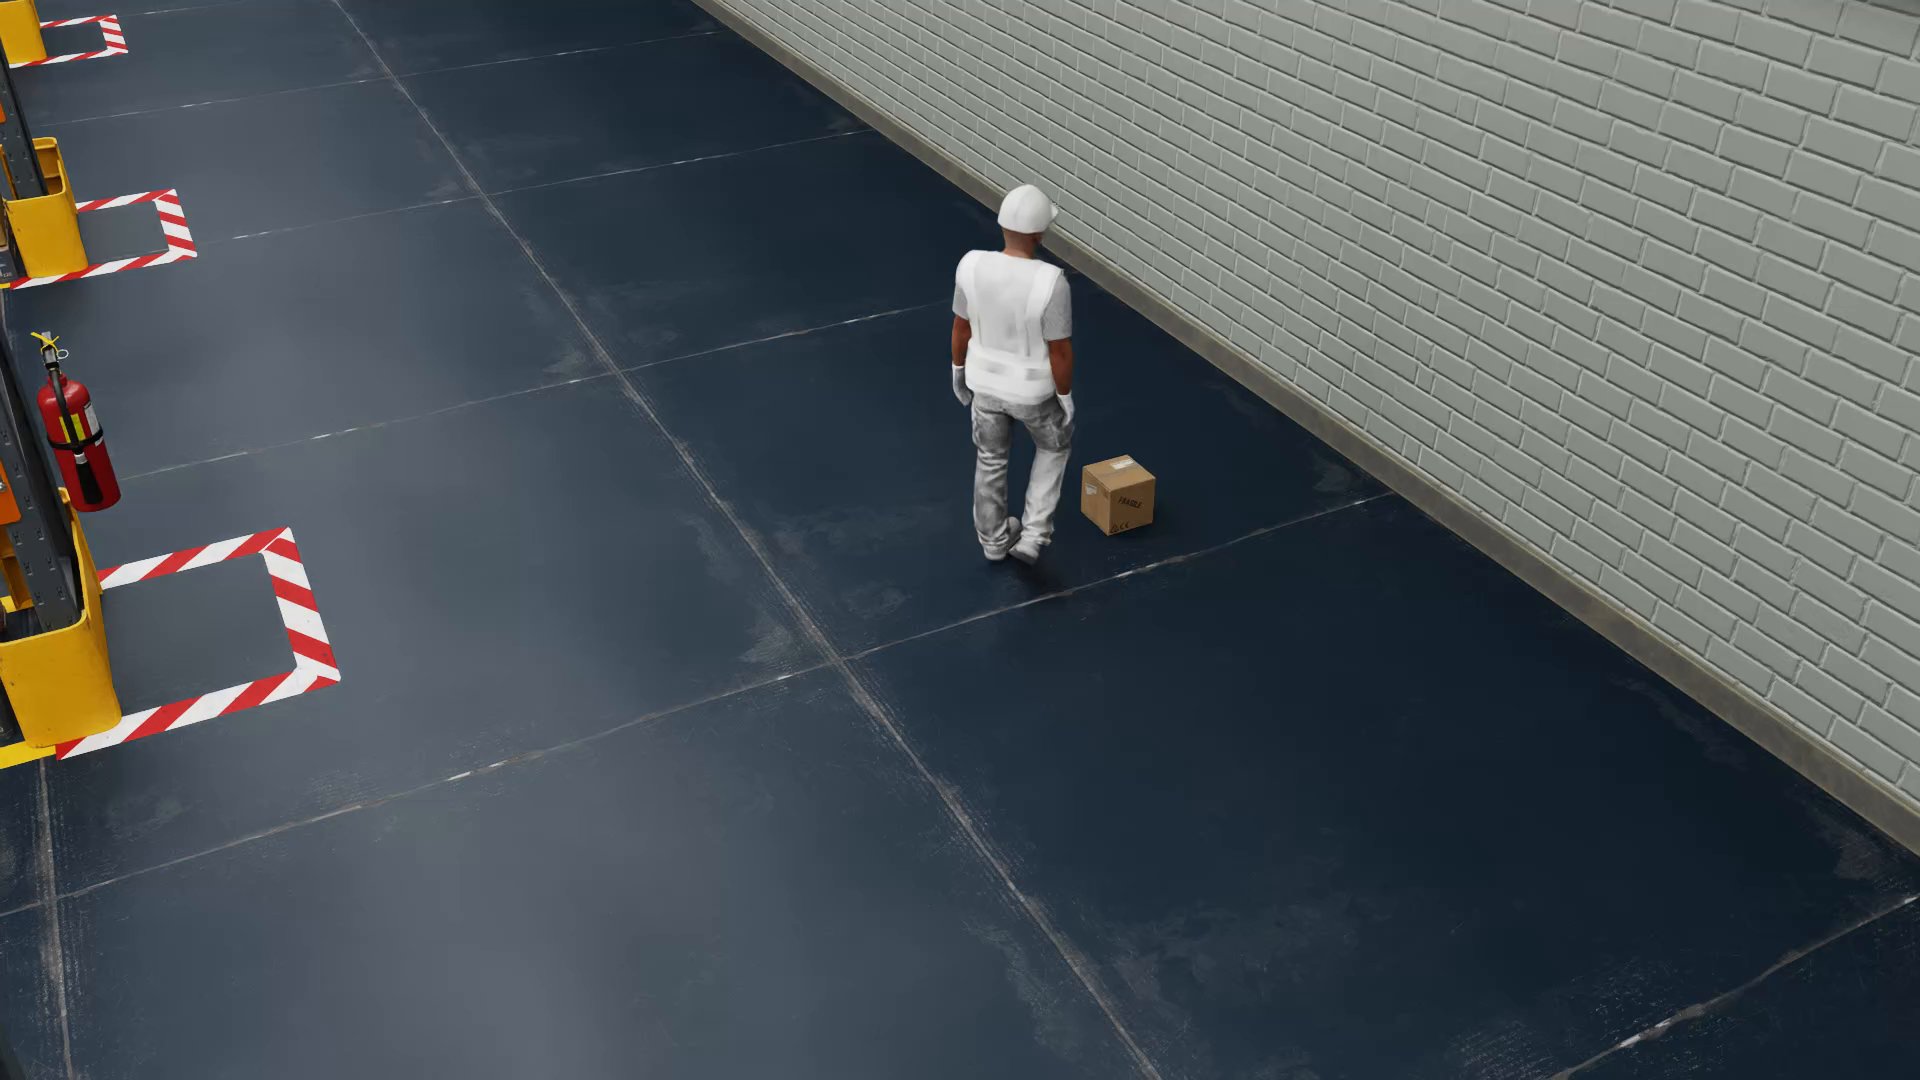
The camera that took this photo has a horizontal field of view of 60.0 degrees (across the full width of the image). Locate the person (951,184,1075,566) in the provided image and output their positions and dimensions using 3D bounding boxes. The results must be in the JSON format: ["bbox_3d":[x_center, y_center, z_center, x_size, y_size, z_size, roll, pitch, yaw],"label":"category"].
[{"bbox_3d":[0.229,-0.672,7.147,0.577,1.786,0.483,13,35,20],"label":"person"}]
